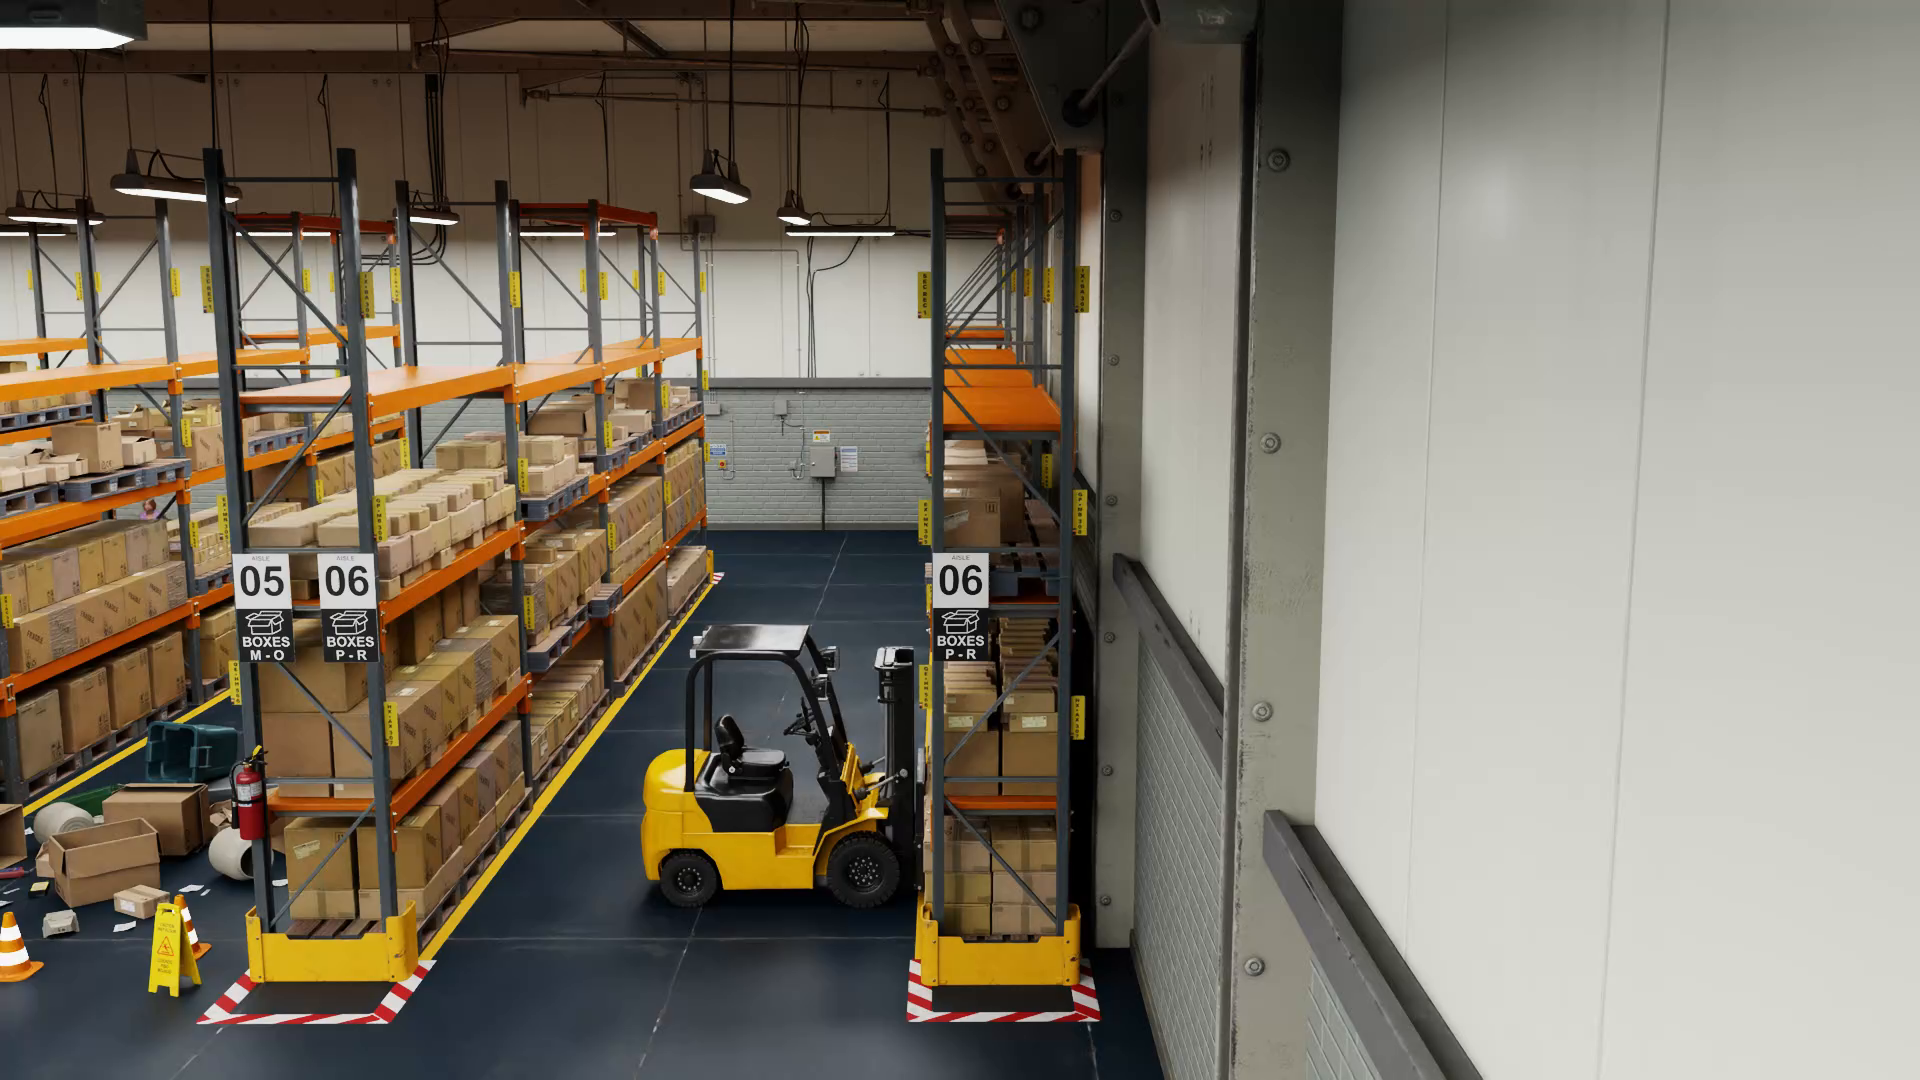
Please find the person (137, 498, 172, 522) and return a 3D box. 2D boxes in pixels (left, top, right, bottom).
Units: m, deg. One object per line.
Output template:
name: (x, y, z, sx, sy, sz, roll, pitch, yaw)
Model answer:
person: (-12.890, 0.127, 26.594, 0.572, 1.622, 0.827, -1, 9, -4)
